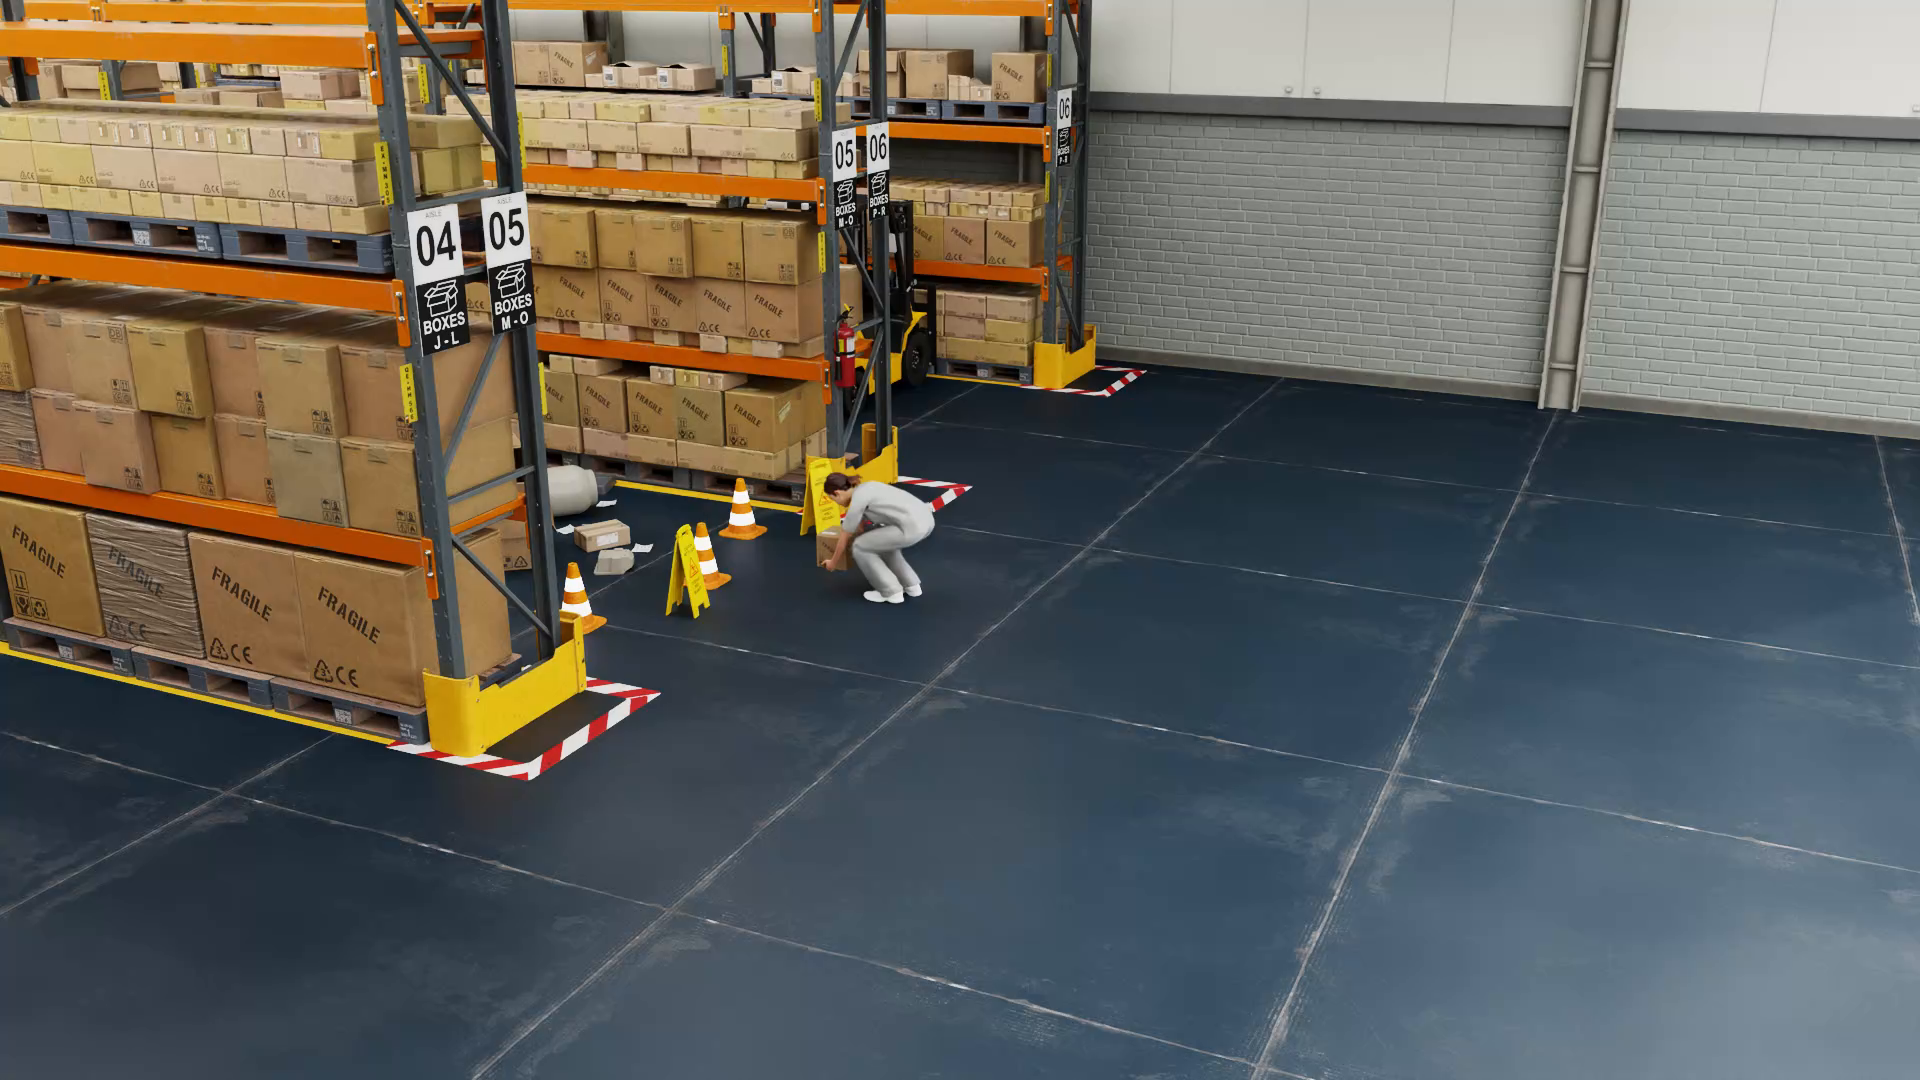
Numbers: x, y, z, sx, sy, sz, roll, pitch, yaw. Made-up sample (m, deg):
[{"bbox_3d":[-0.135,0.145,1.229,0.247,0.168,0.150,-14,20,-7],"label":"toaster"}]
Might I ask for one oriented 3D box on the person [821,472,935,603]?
[{"bbox_3d":[-0.602,-0.027,12.289,0.838,0.929,0.455,8,21,21],"label":"person"}]
